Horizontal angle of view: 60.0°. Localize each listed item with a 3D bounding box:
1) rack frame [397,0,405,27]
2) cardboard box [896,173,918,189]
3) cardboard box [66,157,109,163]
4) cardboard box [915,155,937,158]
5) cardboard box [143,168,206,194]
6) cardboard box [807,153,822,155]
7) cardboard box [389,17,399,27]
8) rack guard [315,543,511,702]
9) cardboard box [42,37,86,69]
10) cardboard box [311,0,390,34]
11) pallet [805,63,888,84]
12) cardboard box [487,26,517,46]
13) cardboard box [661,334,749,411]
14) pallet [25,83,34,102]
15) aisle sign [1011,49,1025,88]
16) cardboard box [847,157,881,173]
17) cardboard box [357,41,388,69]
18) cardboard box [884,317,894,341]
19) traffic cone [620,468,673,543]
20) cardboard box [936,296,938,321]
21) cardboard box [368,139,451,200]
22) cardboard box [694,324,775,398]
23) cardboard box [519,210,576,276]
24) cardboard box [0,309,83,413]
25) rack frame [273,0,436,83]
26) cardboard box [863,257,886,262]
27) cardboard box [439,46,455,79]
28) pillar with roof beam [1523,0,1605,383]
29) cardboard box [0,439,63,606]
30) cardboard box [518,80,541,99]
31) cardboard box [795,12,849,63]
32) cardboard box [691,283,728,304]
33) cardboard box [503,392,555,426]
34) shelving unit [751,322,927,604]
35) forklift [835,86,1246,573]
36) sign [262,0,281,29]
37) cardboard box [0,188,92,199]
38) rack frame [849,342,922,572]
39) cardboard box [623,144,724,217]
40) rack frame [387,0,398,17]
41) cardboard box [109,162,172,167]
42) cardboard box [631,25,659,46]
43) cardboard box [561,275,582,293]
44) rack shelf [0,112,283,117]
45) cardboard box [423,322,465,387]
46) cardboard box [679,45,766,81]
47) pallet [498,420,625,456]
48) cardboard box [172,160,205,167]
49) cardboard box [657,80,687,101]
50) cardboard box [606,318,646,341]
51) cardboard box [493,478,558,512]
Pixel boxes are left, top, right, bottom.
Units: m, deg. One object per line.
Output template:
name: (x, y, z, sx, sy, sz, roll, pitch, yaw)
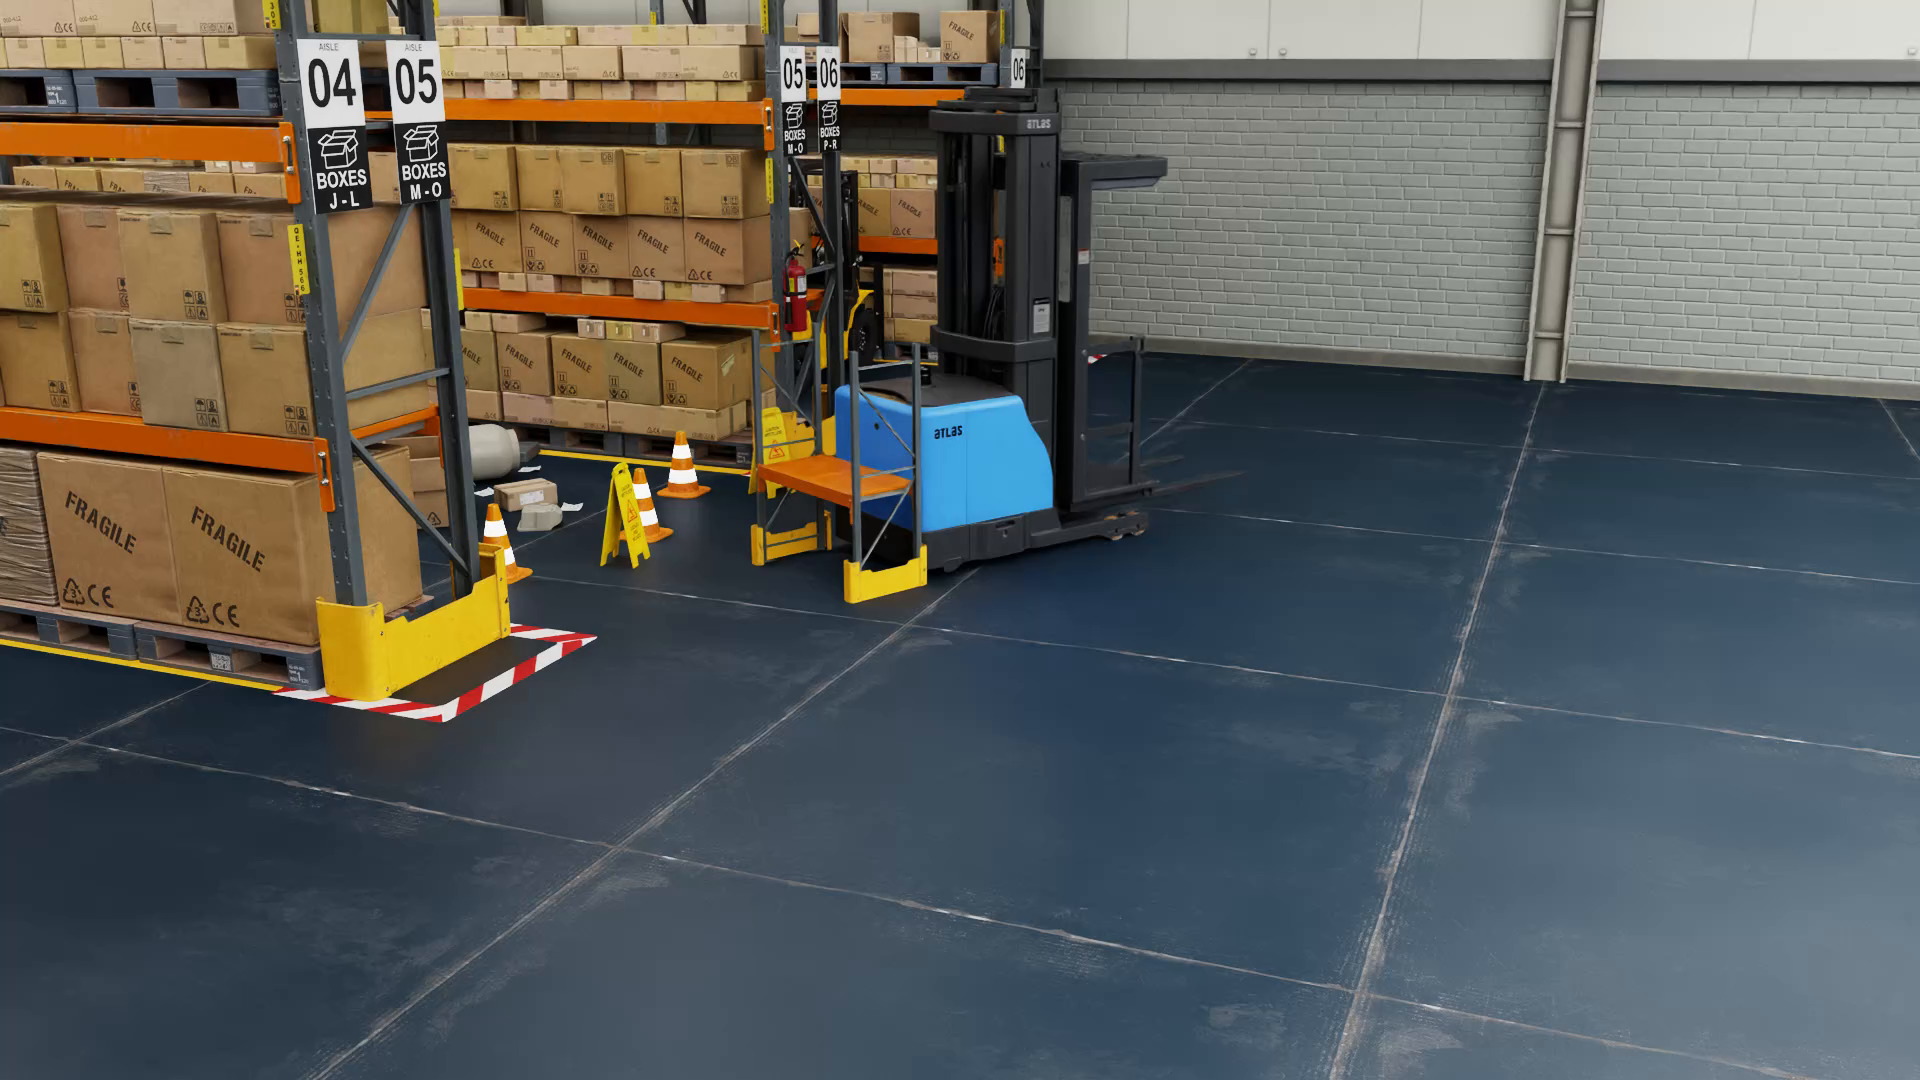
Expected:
rack frame: (-4.905, -5.376, 13.552, 0.127, 3.000, 1.000, 6, 17, 21)
cardboard box: (-0.485, -3.785, 17.490, 0.250, 0.149, 0.380, 6, 17, 20)
cardboard box: (-11.817, -5.254, 22.281, 0.500, 0.500, 0.500, 6, 17, 19)
cardboard box: (-0.307, -4.054, 17.882, 0.250, 0.149, 0.380, 6, 17, 21)
cardboard box: (-6.846, -3.034, 14.777, 0.500, 0.500, 0.500, 6, 17, 19)
cardboard box: (-1.500, -4.192, 18.356, 0.250, 0.149, 0.380, 6, 17, 20)
cardboard box: (-6.223, -5.793, 19.256, 0.500, 0.500, 0.500, 6, 17, 21)
rack guard: (-2.884, 0.411, 8.862, 0.348, 0.500, 1.175, 6, 17, 21)
cardboard box: (-4.287, -2.412, 8.239, 0.250, 0.149, 0.380, 6, 17, 20)
cardboard box: (-3.261, -2.669, 8.410, 0.500, 0.250, 0.500, 6, 17, 21)
pallet: (-1.153, -4.975, 17.710, 1.213, 0.211, 1.003, 6, 17, 21)
cardboard box: (-3.500, -3.962, 13.082, 0.250, 0.149, 0.380, 6, 17, 20)
cardboard box: (-2.025, -1.342, 13.249, 0.500, 0.500, 0.500, 6, 17, 21)
pallet: (-5.870, -2.513, 9.228, 1.213, 0.211, 1.003, 6, 17, 21)
aisle sign: (0.587, -4.539, 16.767, 0.004, 0.787, 0.394, 6, 17, 21)
cardboard box: (-1.001, -3.963, 17.567, 0.250, 0.149, 0.380, 7, 17, 22)
cardboard box: (-3.107, -2.480, 8.473, 0.250, 0.149, 0.380, 6, 17, 21)
cardboard box: (-0.840, -2.328, 17.991, 0.500, 0.250, 0.500, 6, 17, 21)
traffic cone: (-2.148, -0.255, 11.221, 0.334, 0.463, 0.336, 6, 17, 21)
cardboard box: (0.067, -2.464, 17.562, 0.500, 0.250, 0.500, 6, 17, 20)
cardboard box: (-4.575, -3.065, 13.845, 0.500, 0.500, 0.700, 6, 17, 20)
cardboard box: (-1.855, -1.484, 13.739, 0.500, 0.500, 0.500, 6, 17, 19)
cardboard box: (-3.183, -2.422, 13.424, 0.500, 0.500, 0.500, 6, 17, 21)
cardboard box: (-4.770, -1.074, 9.225, 0.500, 0.550, 0.875, 6, 17, 21)
rack frame: (-2.906, -3.673, 7.685, 0.127, 3.000, 1.000, 6, 17, 21)
cardboard box: (-1.145, -2.992, 18.484, 0.500, 0.250, 0.500, 6, 17, 20)
cardboard box: (-4.113, -3.840, 13.377, 0.500, 0.250, 0.500, 6, 17, 20)
pillar with roof beam: (4.319, -4.830, 11.669, 0.400, 9.000, 9.100, 6, 17, 21)
cardboard box: (-5.228, -0.209, 9.570, 0.875, 0.875, 0.875, 6, 17, 21)
cardboard box: (-3.268, -3.561, 13.132, 0.250, 0.149, 0.380, 6, 17, 21)
cardboard box: (-1.313, -5.296, 17.539, 0.637, 0.503, 0.797, 7, 18, 22)
cardboard box: (-1.886, -1.945, 12.945, 0.250, 0.149, 0.380, 6, 17, 20)
cardboard box: (-3.460, -1.141, 13.902, 0.500, 0.250, 0.500, 6, 17, 20)
shelving unit: (-0.767, -0.508, 10.234, 0.587, 1.500, 1.083, -13, 21, -38)
forklift: (0.662, -1.510, 11.117, 3.031, 2.935, 1.130, -12, 20, -35)
sign: (-3.118, -2.480, 7.511, 0.005, 0.325, 0.100, 6, 17, 21)
cardboard box: (-5.290, -1.628, 9.196, 0.550, 0.550, 0.875, 6, 17, 21)
rack frame: (-0.434, -0.398, 9.854, 0.500, 1.500, 0.032, -13, 21, -38)
cardboard box: (-2.207, -2.807, 12.955, 0.500, 0.500, 0.700, 6, 17, 21)
rack frame: (-6.808, -7.073, 19.398, 0.127, 3.000, 1.000, 6, 17, 21)
cardboard box: (-7.616, -3.273, 15.600, 0.500, 0.500, 0.500, 6, 17, 20)
cardboard box: (-2.294, -3.844, 12.675, 0.250, 0.149, 0.380, 6, 17, 21)
cardboard box: (-3.025, -2.110, 13.511, 0.250, 0.149, 0.380, 6, 17, 21)
rack shelf: (-6.765, -3.795, 14.776, 4.000, 0.370, 1.077, 6, 17, 21)
cardboard box: (-4.455, -1.606, 14.160, 0.500, 0.500, 0.500, 7, 18, 23)
cardboard box: (-1.759, -3.580, 12.480, 0.500, 0.250, 0.500, 6, 17, 20)
pallet: (-3.128, -0.972, 14.144, 1.213, 0.211, 1.003, 6, 17, 21)
cardboard box: (-7.000, -3.514, 15.269, 0.250, 0.149, 0.380, 5, 17, 18)
cardboard box: (-2.097, -3.423, 12.654, 0.250, 0.149, 0.380, 7, 18, 22)
cardboard box: (-2.623, -1.700, 13.319, 0.250, 0.149, 0.380, 7, 17, 22)
cardboard box: (-3.144, -0.327, 12.034, 0.380, 0.149, 0.250, -12, 20, -37)
